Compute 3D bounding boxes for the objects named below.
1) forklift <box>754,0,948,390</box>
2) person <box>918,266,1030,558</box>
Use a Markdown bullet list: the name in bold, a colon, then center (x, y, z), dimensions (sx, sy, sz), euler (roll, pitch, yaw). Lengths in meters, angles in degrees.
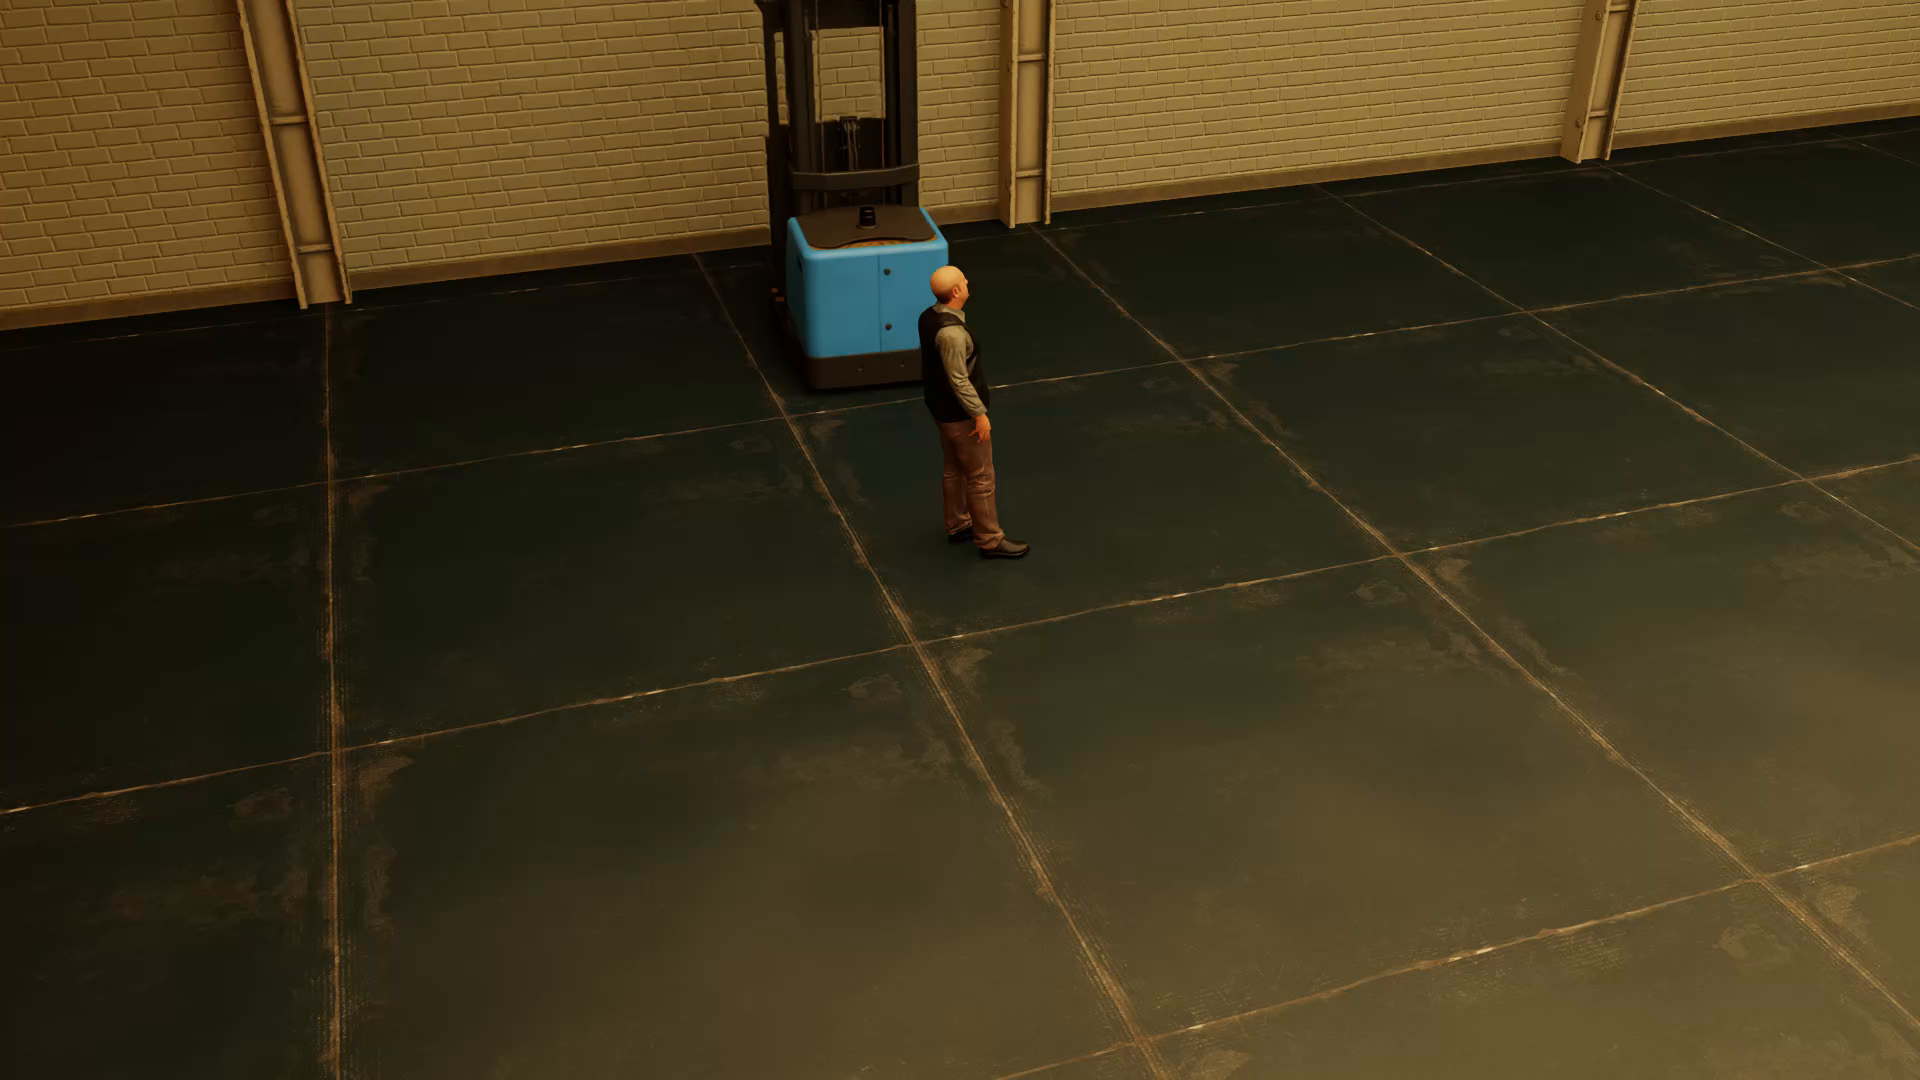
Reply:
- **forklift**: center (-0.908, -3.052, 12.391), dimensions (1.130, 2.935, 3.031), euler (-7, 31, -12)
- **person**: center (0.069, -0.726, 9.625), dimensions (0.552, 1.642, 0.632), euler (-10, 31, -16)
